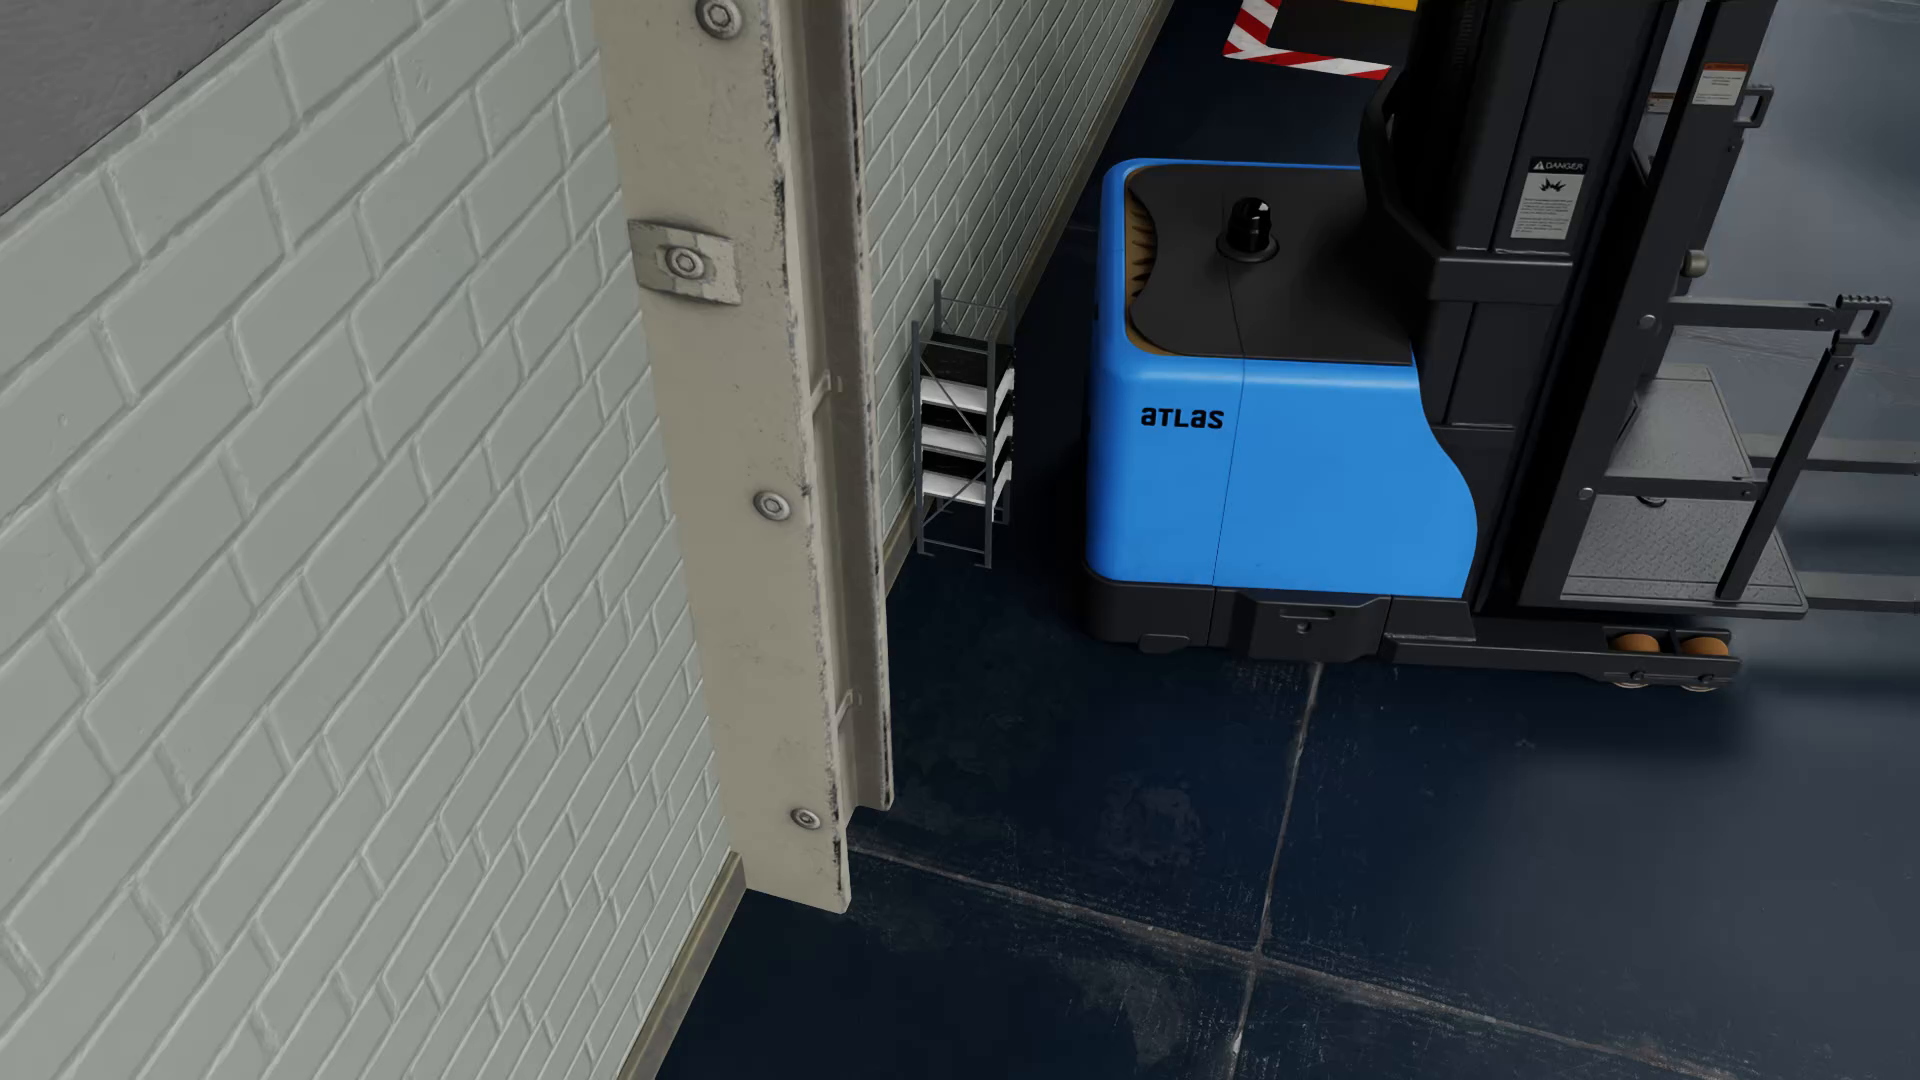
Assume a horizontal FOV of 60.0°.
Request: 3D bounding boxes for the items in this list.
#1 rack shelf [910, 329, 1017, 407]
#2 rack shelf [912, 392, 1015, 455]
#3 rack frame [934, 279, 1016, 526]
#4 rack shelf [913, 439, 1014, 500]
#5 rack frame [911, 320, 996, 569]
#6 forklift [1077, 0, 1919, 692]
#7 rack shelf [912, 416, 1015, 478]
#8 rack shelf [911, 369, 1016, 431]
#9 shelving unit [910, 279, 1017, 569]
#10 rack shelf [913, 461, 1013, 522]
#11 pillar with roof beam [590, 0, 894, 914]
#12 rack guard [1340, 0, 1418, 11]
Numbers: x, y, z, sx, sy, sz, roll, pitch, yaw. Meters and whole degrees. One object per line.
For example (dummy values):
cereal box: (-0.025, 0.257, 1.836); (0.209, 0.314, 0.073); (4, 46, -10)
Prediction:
rack shelf: (0.011, -0.495, 4.775); (0.258, 0.077, 0.200); (12, 46, 12)
rack shelf: (0.011, -0.367, 4.900); (0.258, 0.077, 0.200); (12, 46, 12)
rack frame: (0.041, -0.394, 5.010); (0.240, 0.900, 0.006); (12, 46, 12)
rack shelf: (0.011, -0.238, 5.026); (0.258, 0.077, 0.200); (12, 46, 12)
rack frame: (-0.018, -0.258, 4.871); (0.240, 0.900, 0.006); (12, 46, 12)
forklift: (1.886, -0.998, 4.174); (3.031, 2.935, 1.130); (3, 44, 3)
rack shelf: (0.011, -0.303, 4.963); (0.258, 0.077, 0.200); (12, 46, 12)
rack shelf: (0.011, -0.431, 4.837); (0.258, 0.077, 0.200); (12, 46, 12)
shelving unit: (0.011, -0.326, 4.940); (0.258, 0.900, 0.210); (12, 46, 12)
rack shelf: (0.011, -0.174, 5.089); (0.258, 0.077, 0.200); (12, 46, 12)
pillar with roof beam: (3.719, -1.508, 0.357); (9.100, 9.000, 0.400); (13, 46, 13)
rack guard: (2.069, -2.783, 7.736); (1.175, 0.500, 0.348); (13, 46, 13)
